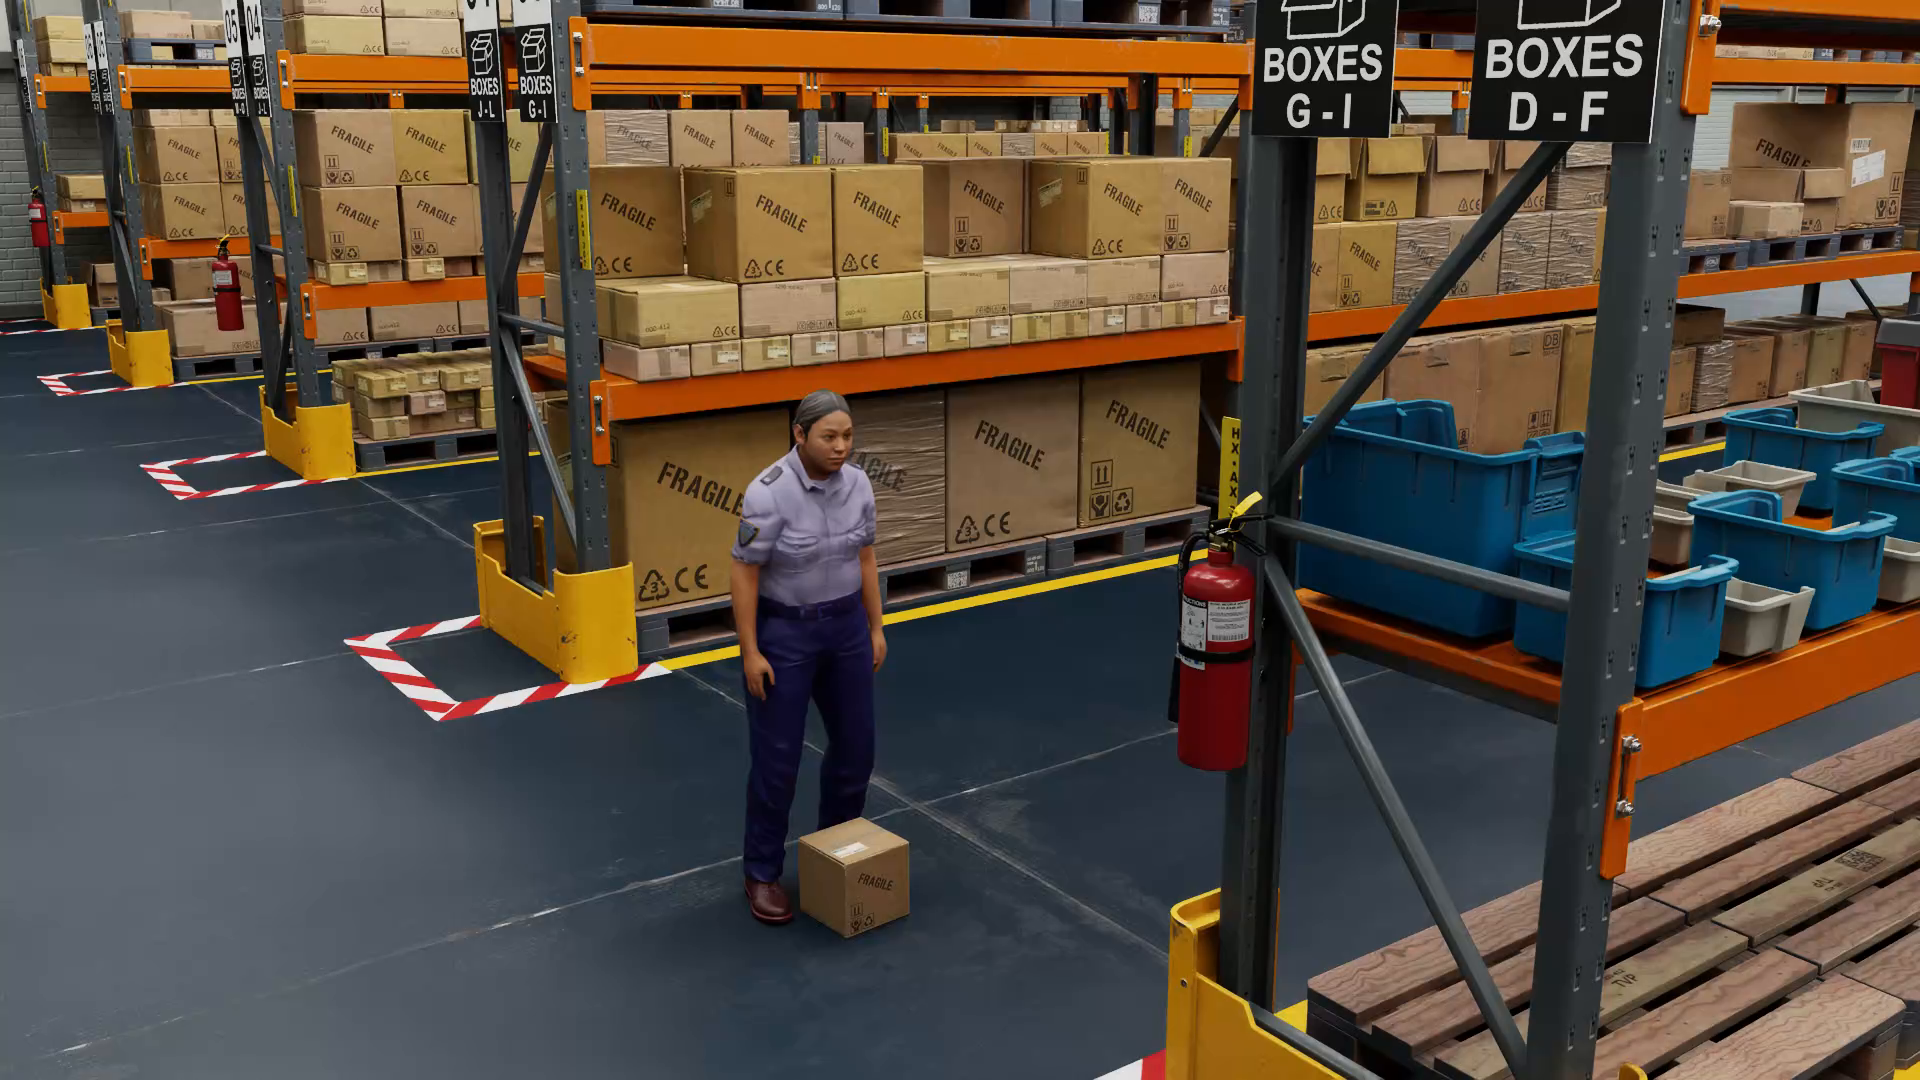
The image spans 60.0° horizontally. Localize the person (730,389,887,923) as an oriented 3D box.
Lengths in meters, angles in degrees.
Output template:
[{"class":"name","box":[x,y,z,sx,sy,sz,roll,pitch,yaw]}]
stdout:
[{"class":"person","box":[-0.477,0.341,5.246,0.550,1.637,0.367,-11,18,-36]}]
